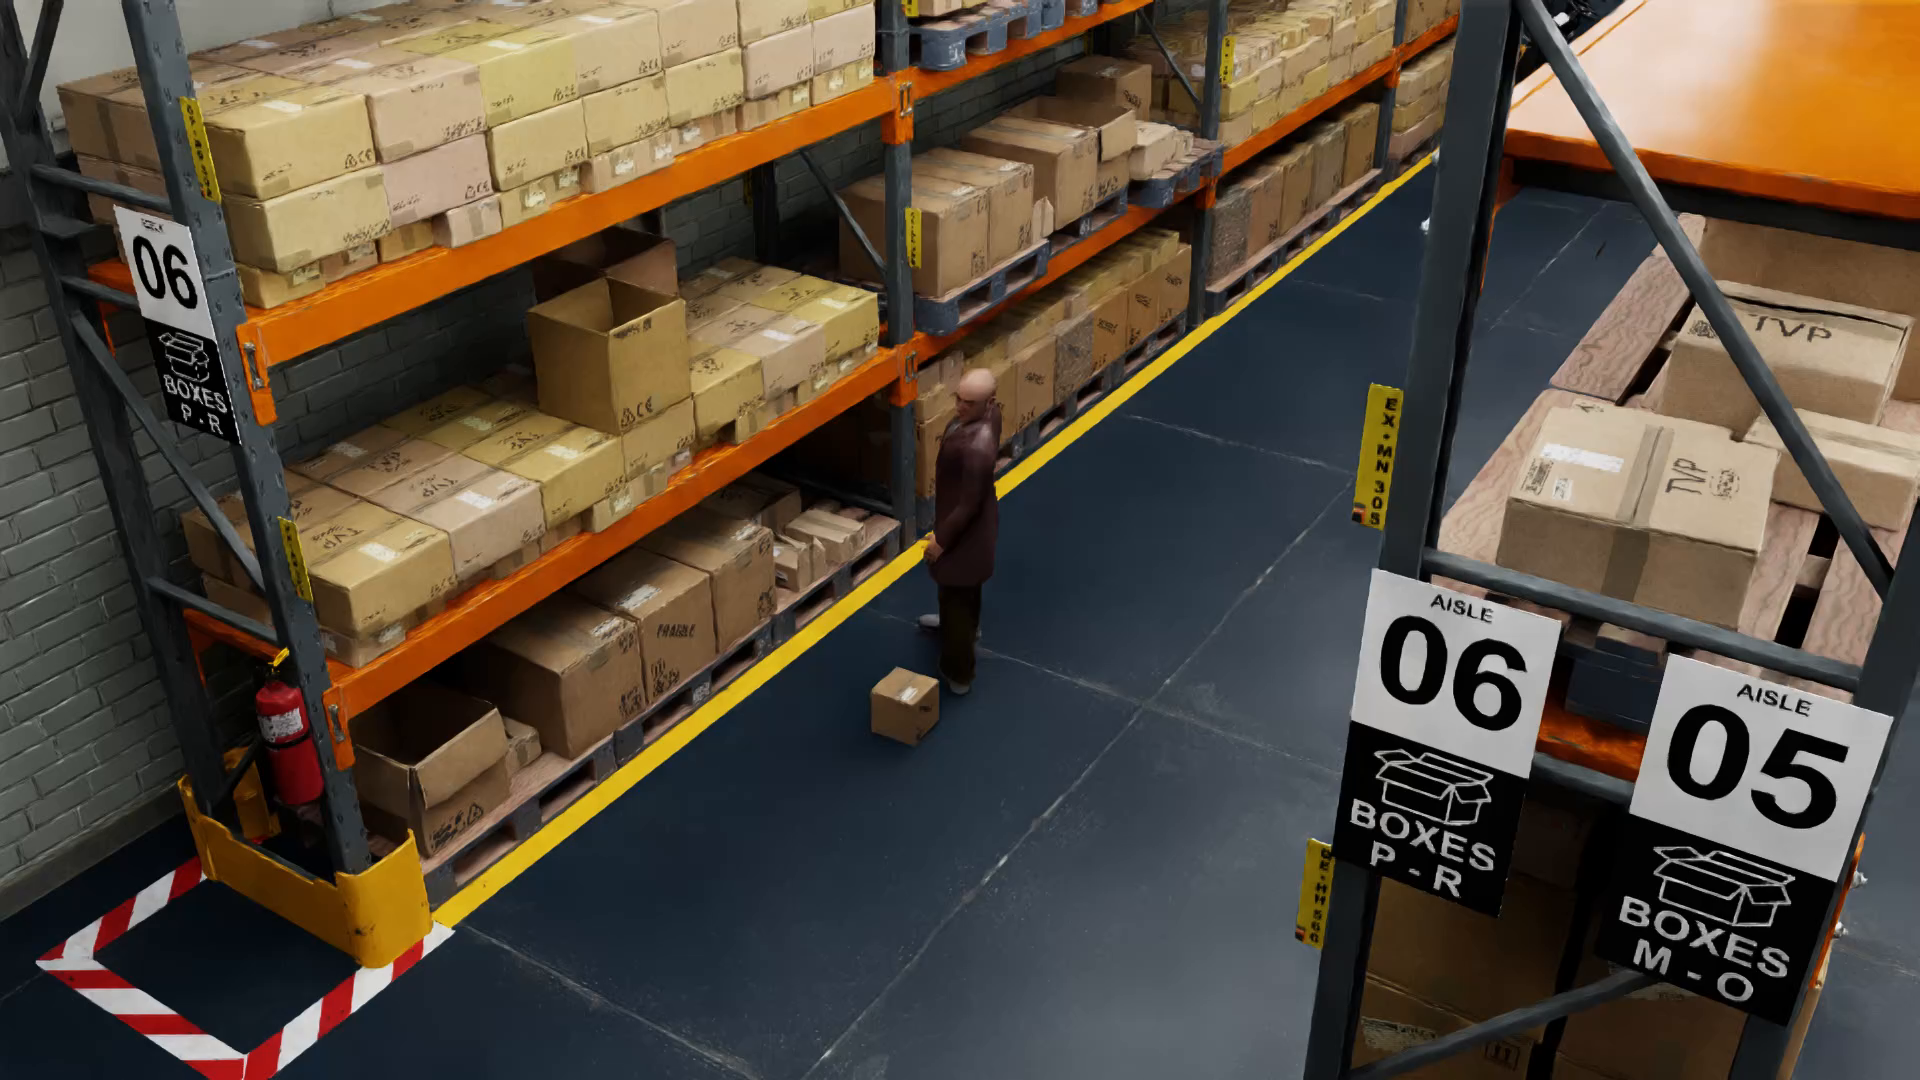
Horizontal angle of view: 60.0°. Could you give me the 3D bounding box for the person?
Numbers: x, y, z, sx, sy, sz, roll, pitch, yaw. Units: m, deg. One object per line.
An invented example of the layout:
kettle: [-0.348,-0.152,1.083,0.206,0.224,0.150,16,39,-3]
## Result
person: [-0.036,-0.099,8.381,0.534,1.786,0.714,6,31,11]
